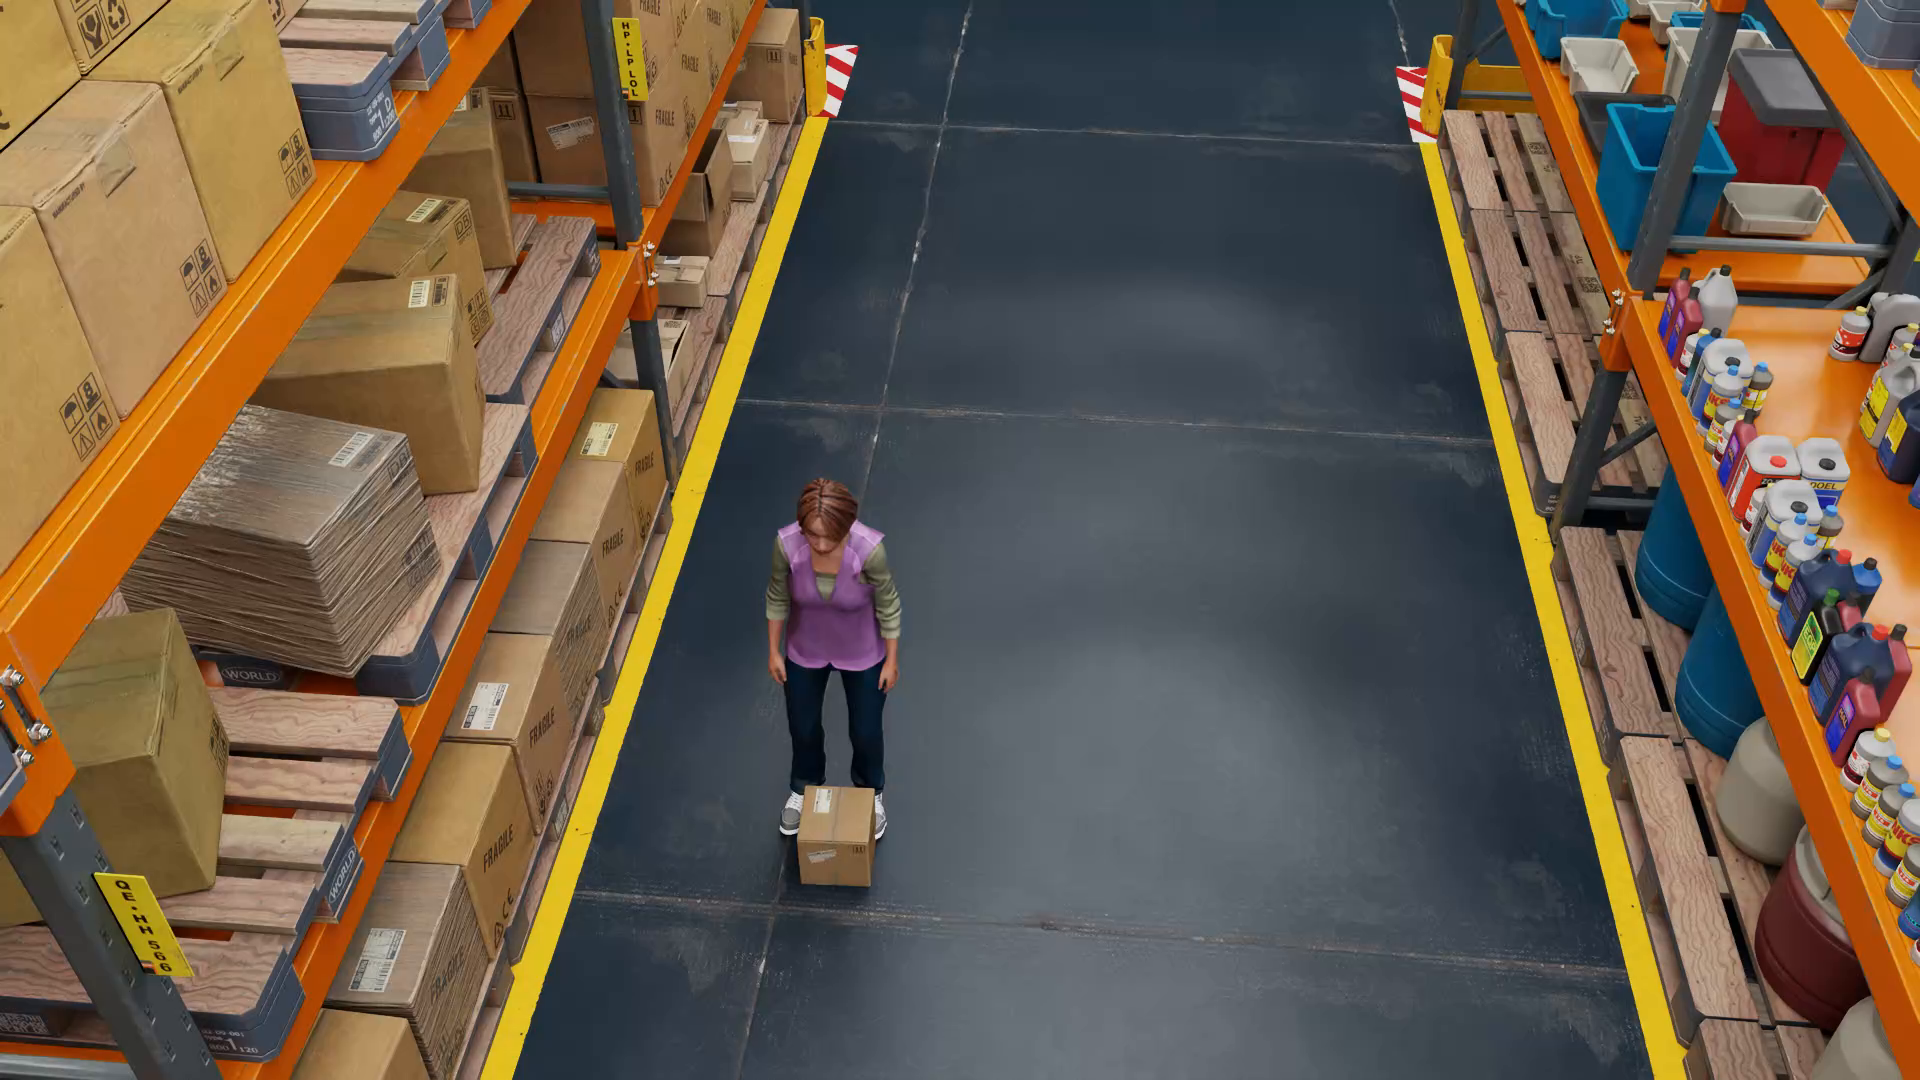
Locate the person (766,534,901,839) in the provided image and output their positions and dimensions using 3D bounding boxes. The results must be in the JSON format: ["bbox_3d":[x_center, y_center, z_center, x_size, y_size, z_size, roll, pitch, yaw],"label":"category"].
[{"bbox_3d":[-0.428,0.492,5.777,0.461,1.351,0.321,4,41,4],"label":"person"}]
